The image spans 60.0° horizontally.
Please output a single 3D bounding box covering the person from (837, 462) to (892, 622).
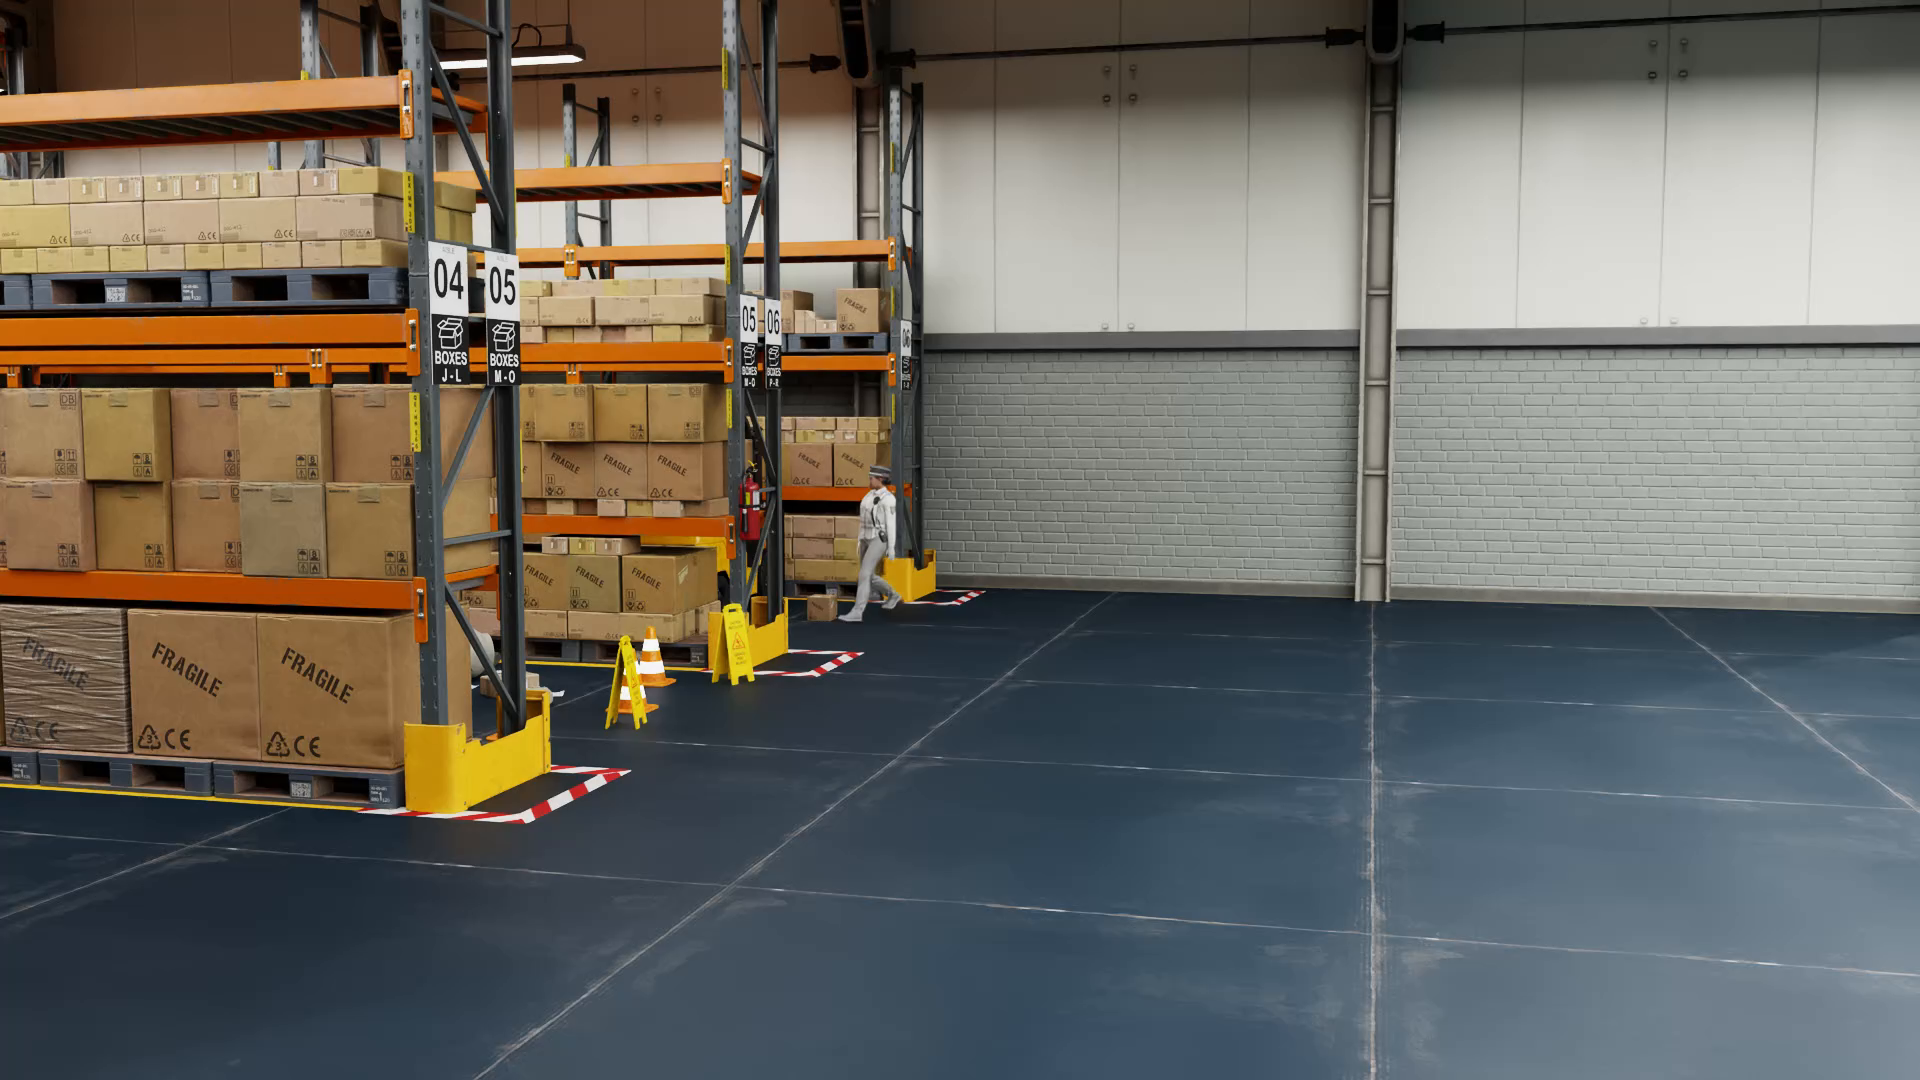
[{"bbox_3d":[-0.996,0.012,17.372,0.655,1.652,0.528,-2,5,-18],"label":"person"}]
